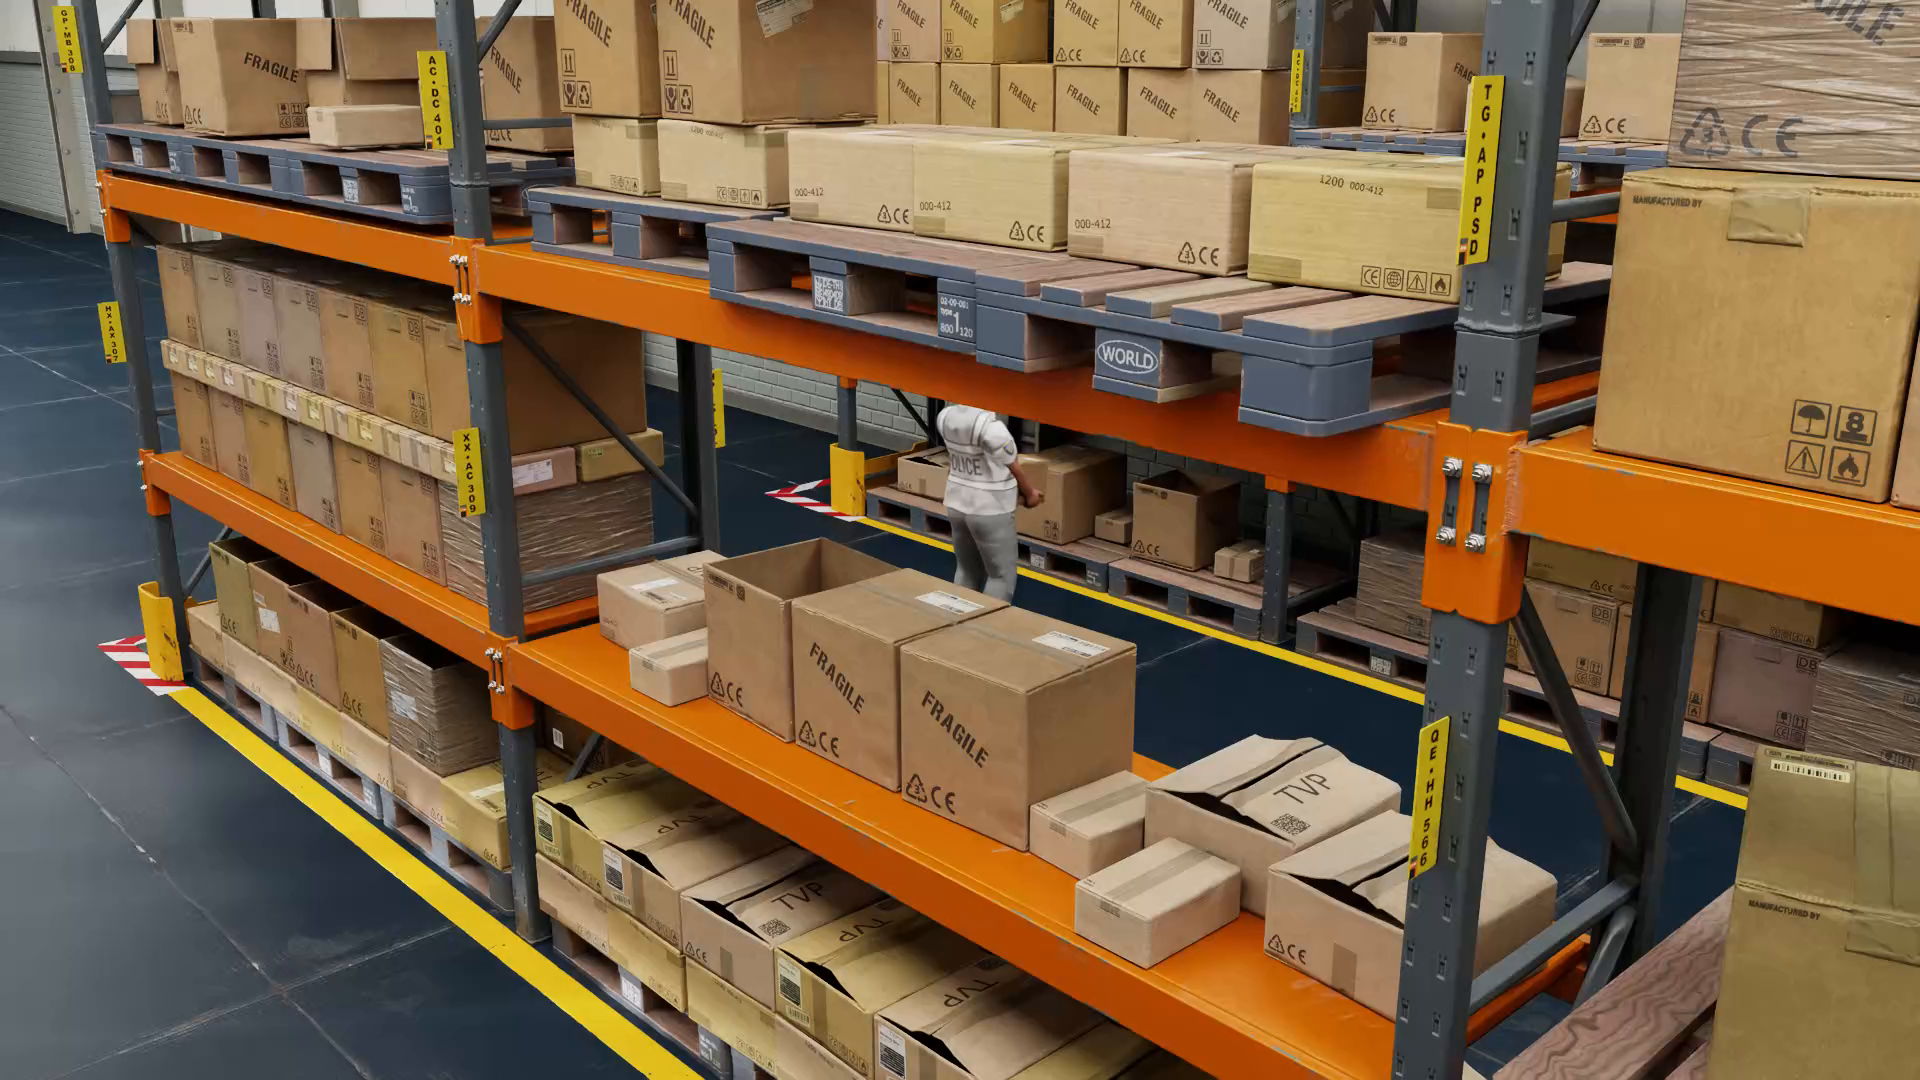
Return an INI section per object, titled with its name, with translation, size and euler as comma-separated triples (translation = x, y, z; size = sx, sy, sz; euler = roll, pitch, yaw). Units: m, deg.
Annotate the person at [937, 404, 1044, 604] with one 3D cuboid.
[person]
translation = 0.184, -0.198, 9.652
size = 0.563, 1.767, 0.494
euler = -15, 23, -40
